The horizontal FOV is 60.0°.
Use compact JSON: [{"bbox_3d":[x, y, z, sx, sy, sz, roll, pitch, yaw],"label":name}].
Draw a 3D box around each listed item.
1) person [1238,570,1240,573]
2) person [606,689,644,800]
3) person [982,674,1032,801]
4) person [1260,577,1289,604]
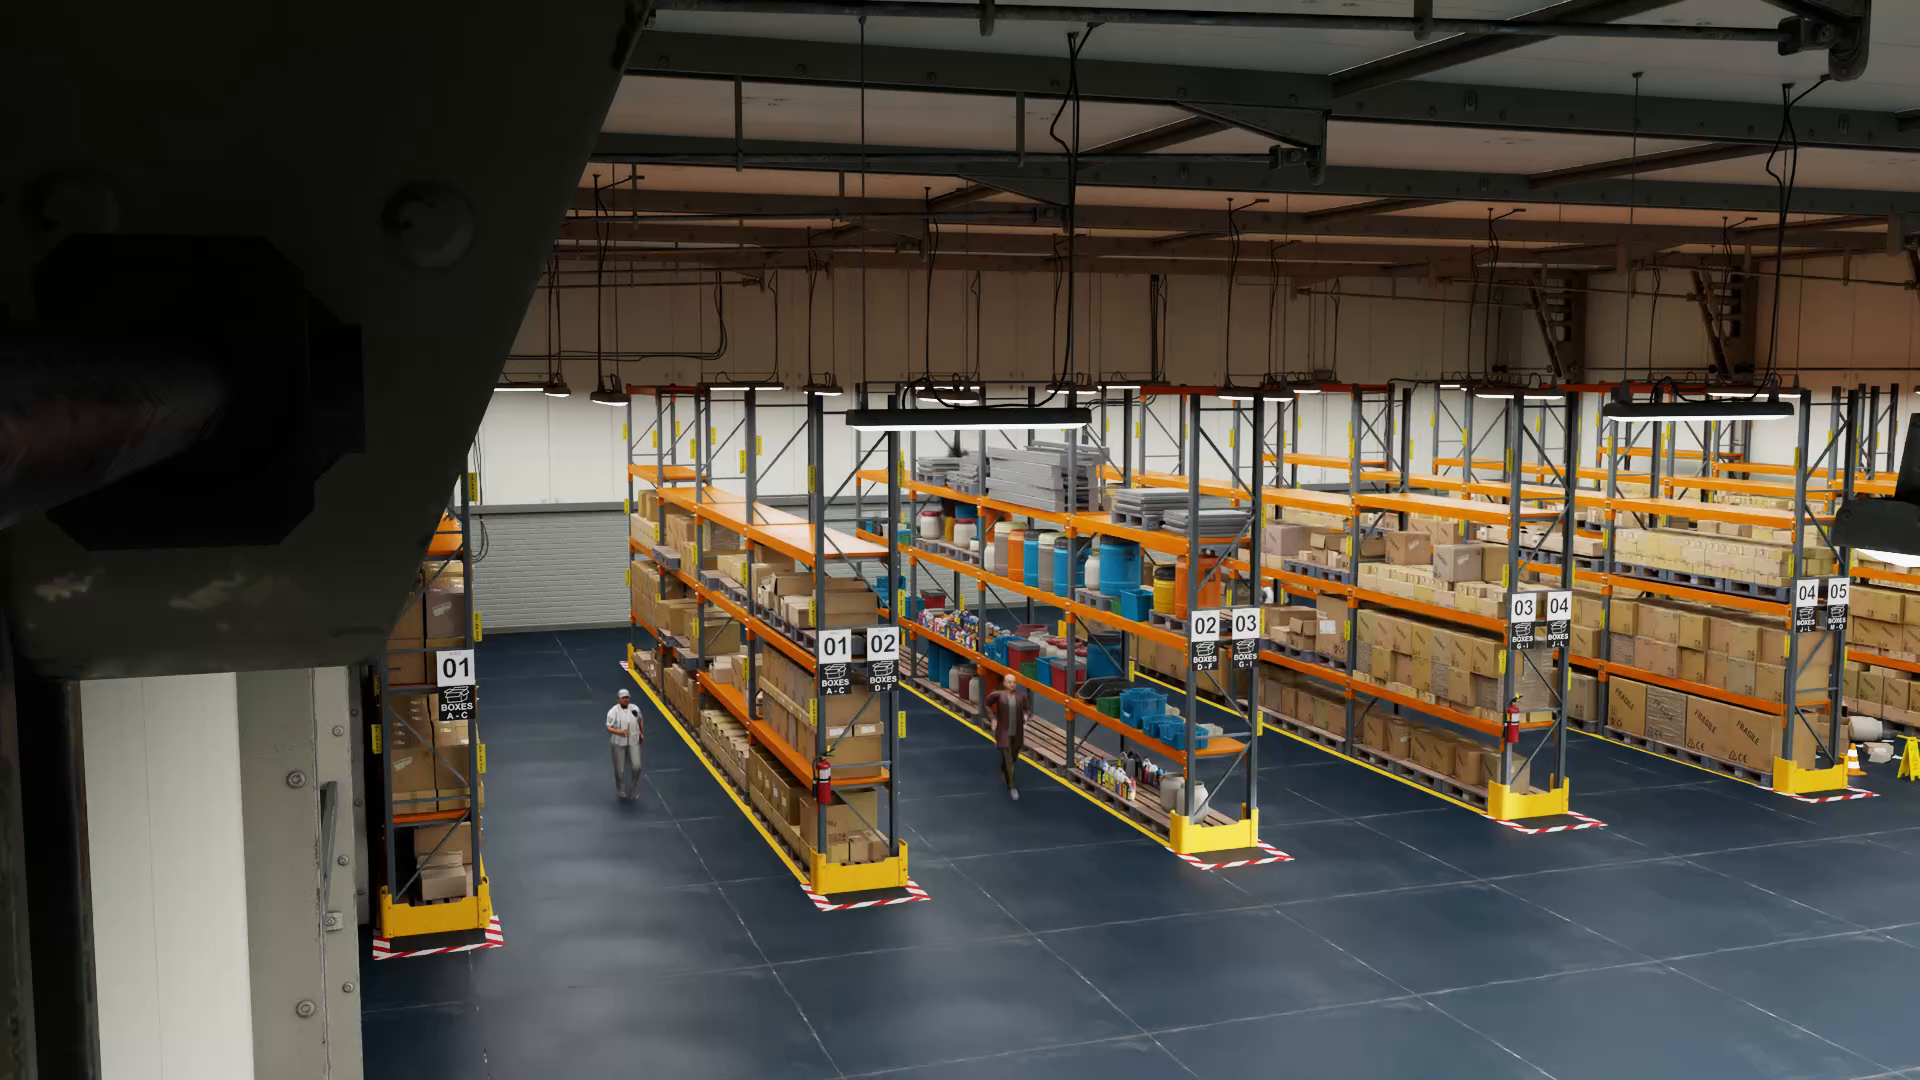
[{"bbox_3d":[6.278,1.508,38.432,0.732,1.728,0.727,0,6,-3],"label":"person"},{"bbox_3d":[-4.881,3.003,24.344,0.582,1.641,0.652,-2,6,-22],"label":"person"},{"bbox_3d":[0.731,2.883,24.772,0.707,1.794,1.049,-2,6,-17],"label":"person"},{"bbox_3d":[6.961,1.653,36.805,0.636,1.817,0.850,-1,6,-13],"label":"person"}]
